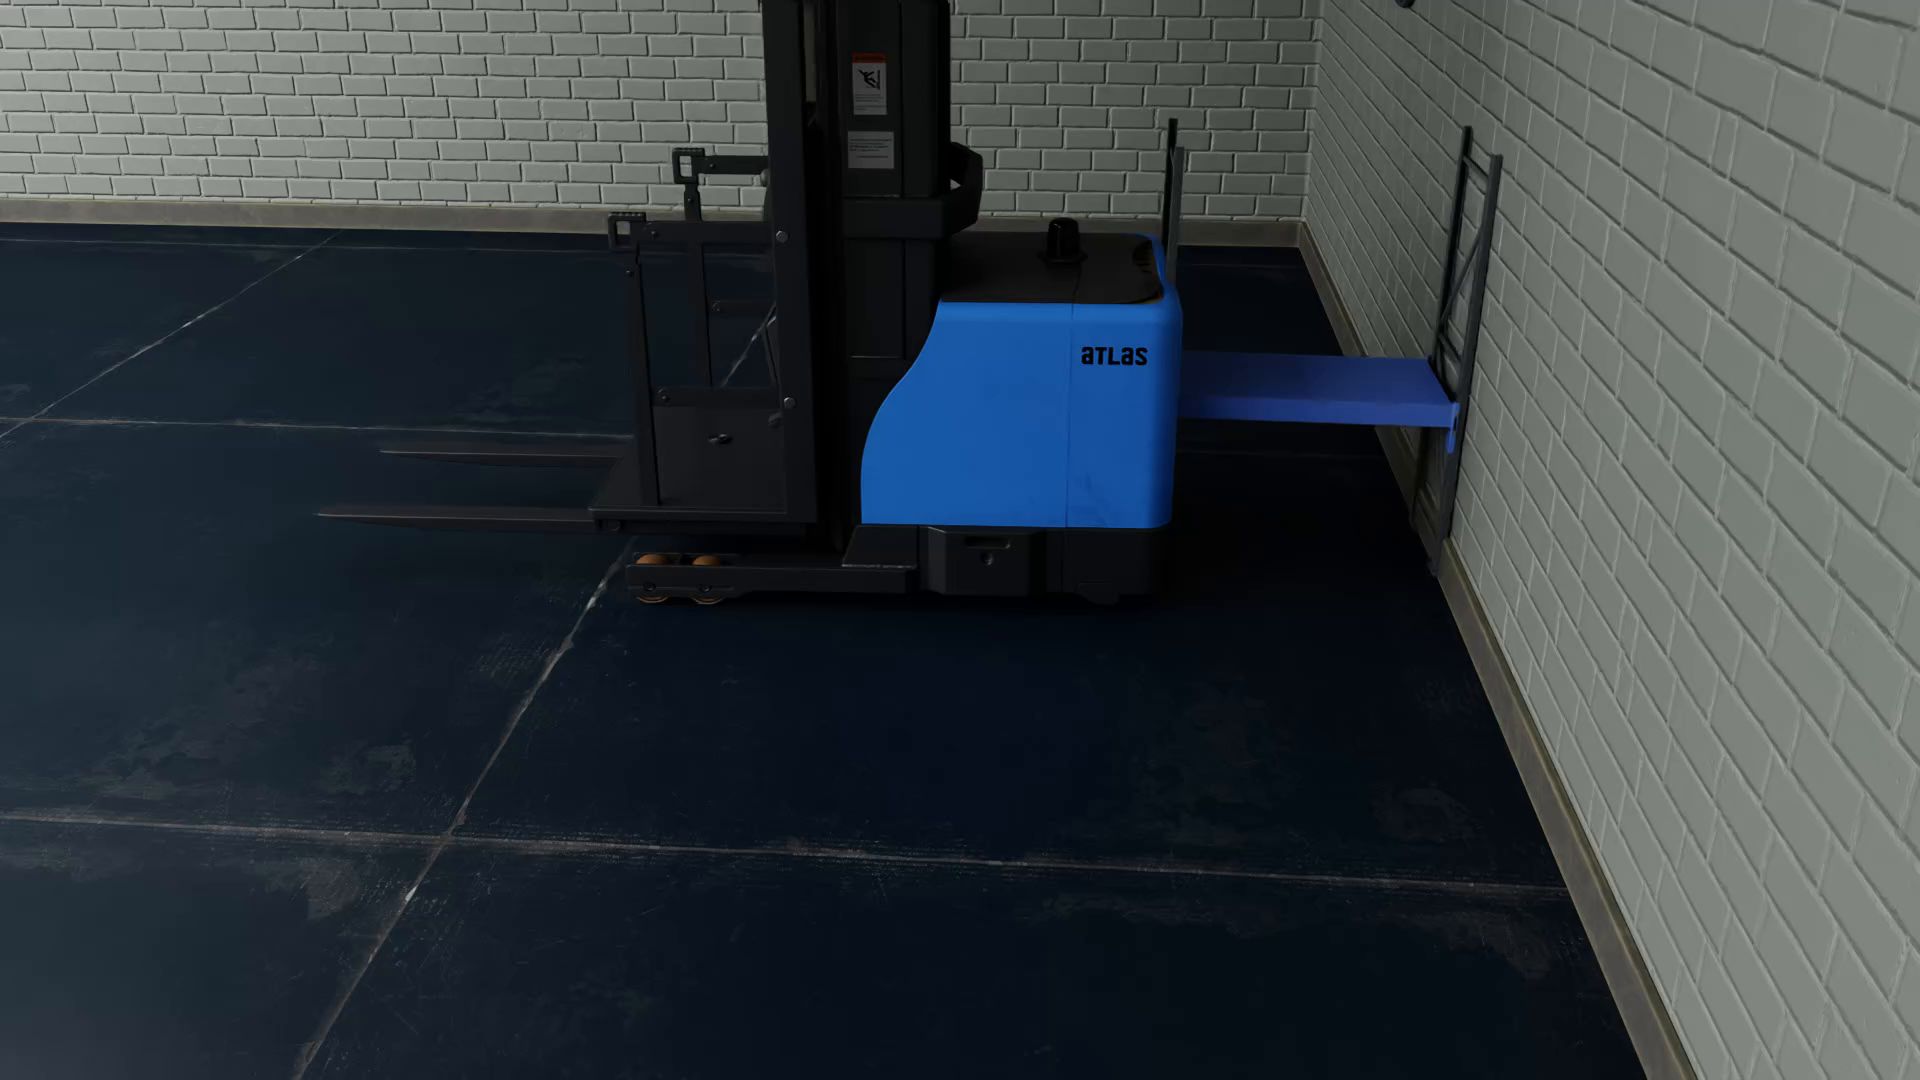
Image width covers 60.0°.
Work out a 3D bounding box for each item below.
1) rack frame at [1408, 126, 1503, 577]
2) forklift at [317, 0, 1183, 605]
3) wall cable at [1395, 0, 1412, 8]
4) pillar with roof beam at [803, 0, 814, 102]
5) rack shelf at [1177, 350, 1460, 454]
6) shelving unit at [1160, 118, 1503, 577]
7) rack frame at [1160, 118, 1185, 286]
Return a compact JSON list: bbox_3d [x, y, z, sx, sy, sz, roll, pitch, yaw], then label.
[{"bbox_3d":[1.734,-0.652,5.859,0.032,1.500,0.500,2,25,3],"label":"rack frame"},{"bbox_3d":[-0.760,-1.327,5.627,3.031,2.935,1.130,1,25,3],"label":"forklift"},{"bbox_3d":[1.926,-3.858,7.584,0.112,2.526,3.097,2,25,4],"label":"wall cable"},{"bbox_3d":[-1.240,-4.120,4.439,0.400,9.000,9.100,2,25,4],"label":"pillar with roof beam"},{"bbox_3d":[1.224,-0.510,5.964,1.000,0.185,0.538,2,25,3],"label":"rack shelf"},{"bbox_3d":[1.227,-0.673,5.889,1.048,1.500,0.538,2,25,3],"label":"shelving unit"},{"bbox_3d":[0.720,-0.695,5.919,0.032,1.500,0.500,2,25,3],"label":"rack frame"}]
